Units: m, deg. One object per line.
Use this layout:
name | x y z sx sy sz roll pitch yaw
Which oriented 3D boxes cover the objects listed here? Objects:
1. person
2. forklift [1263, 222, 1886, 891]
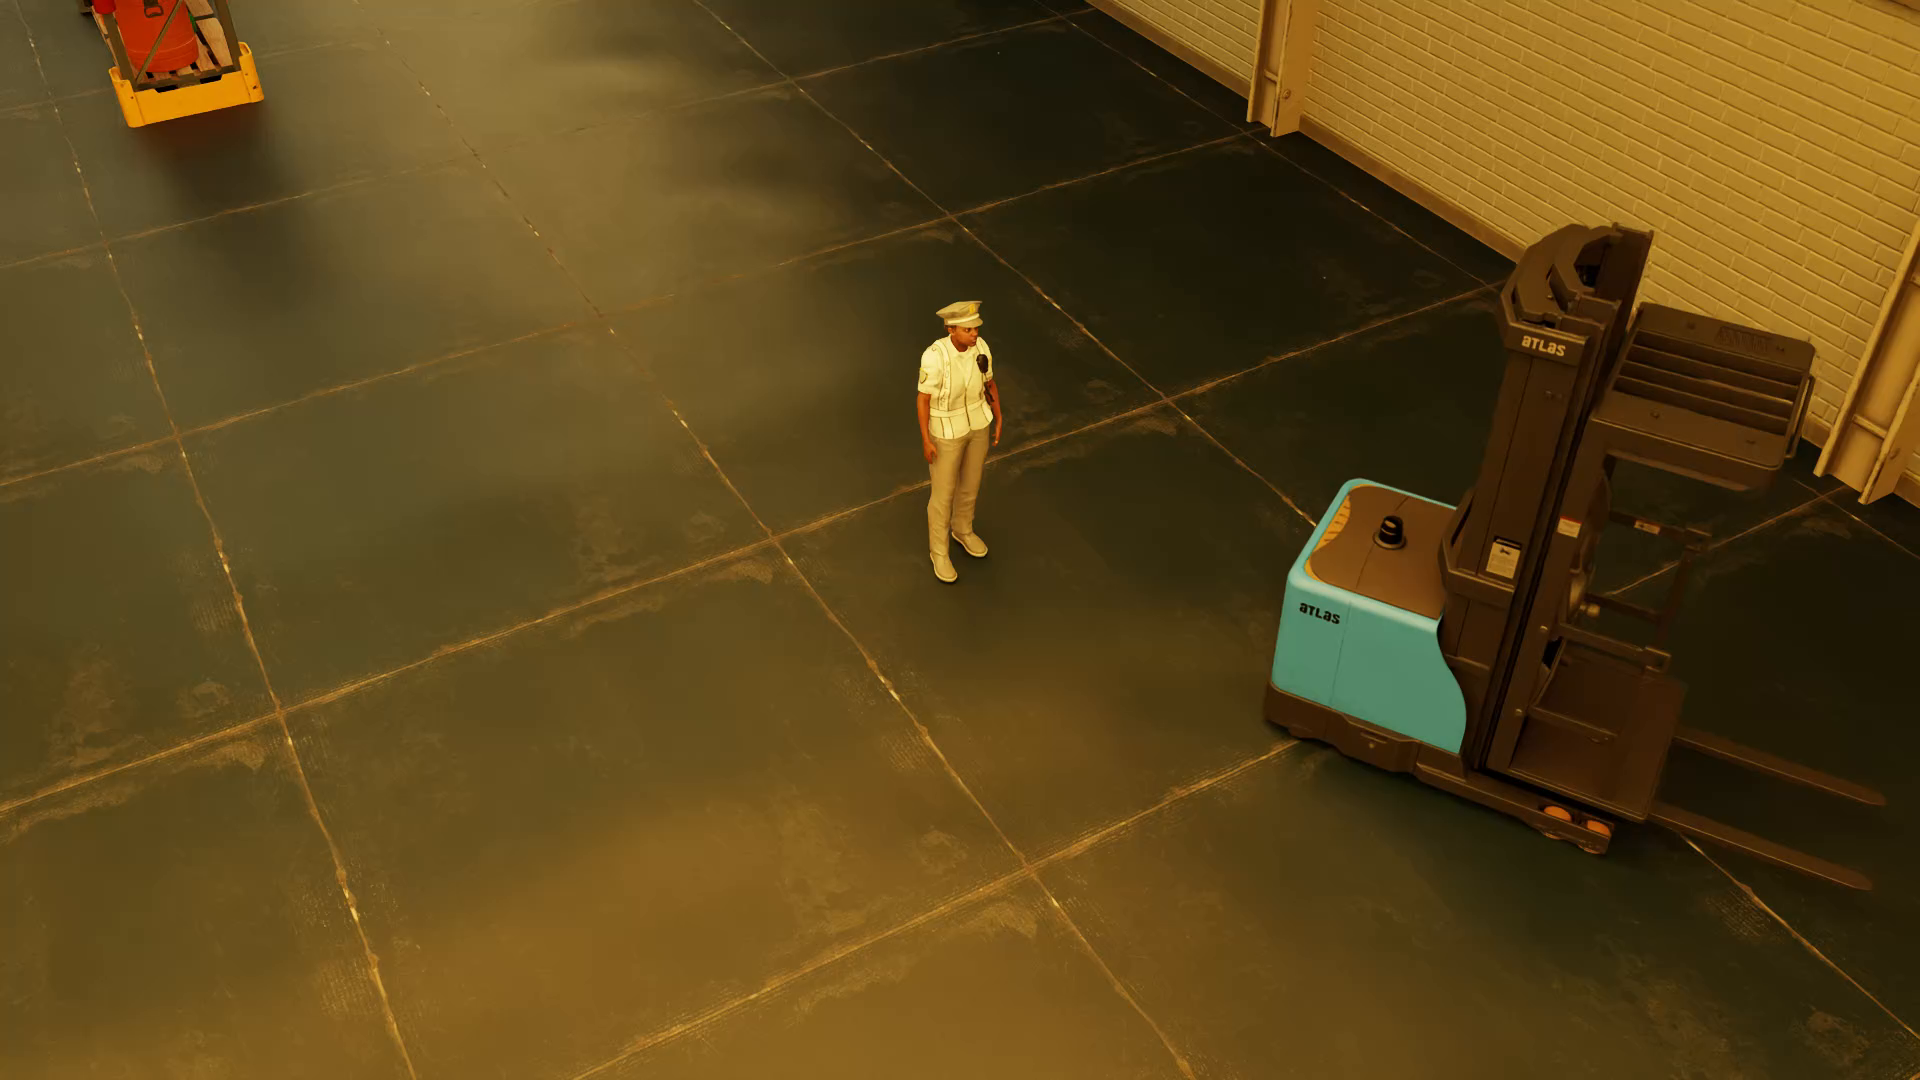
person | 0.021 -0.610 9.729 0.570 1.697 0.528 -20 44 -23
forklift | 3.198 0.066 7.956 3.031 2.935 1.130 20 44 22
